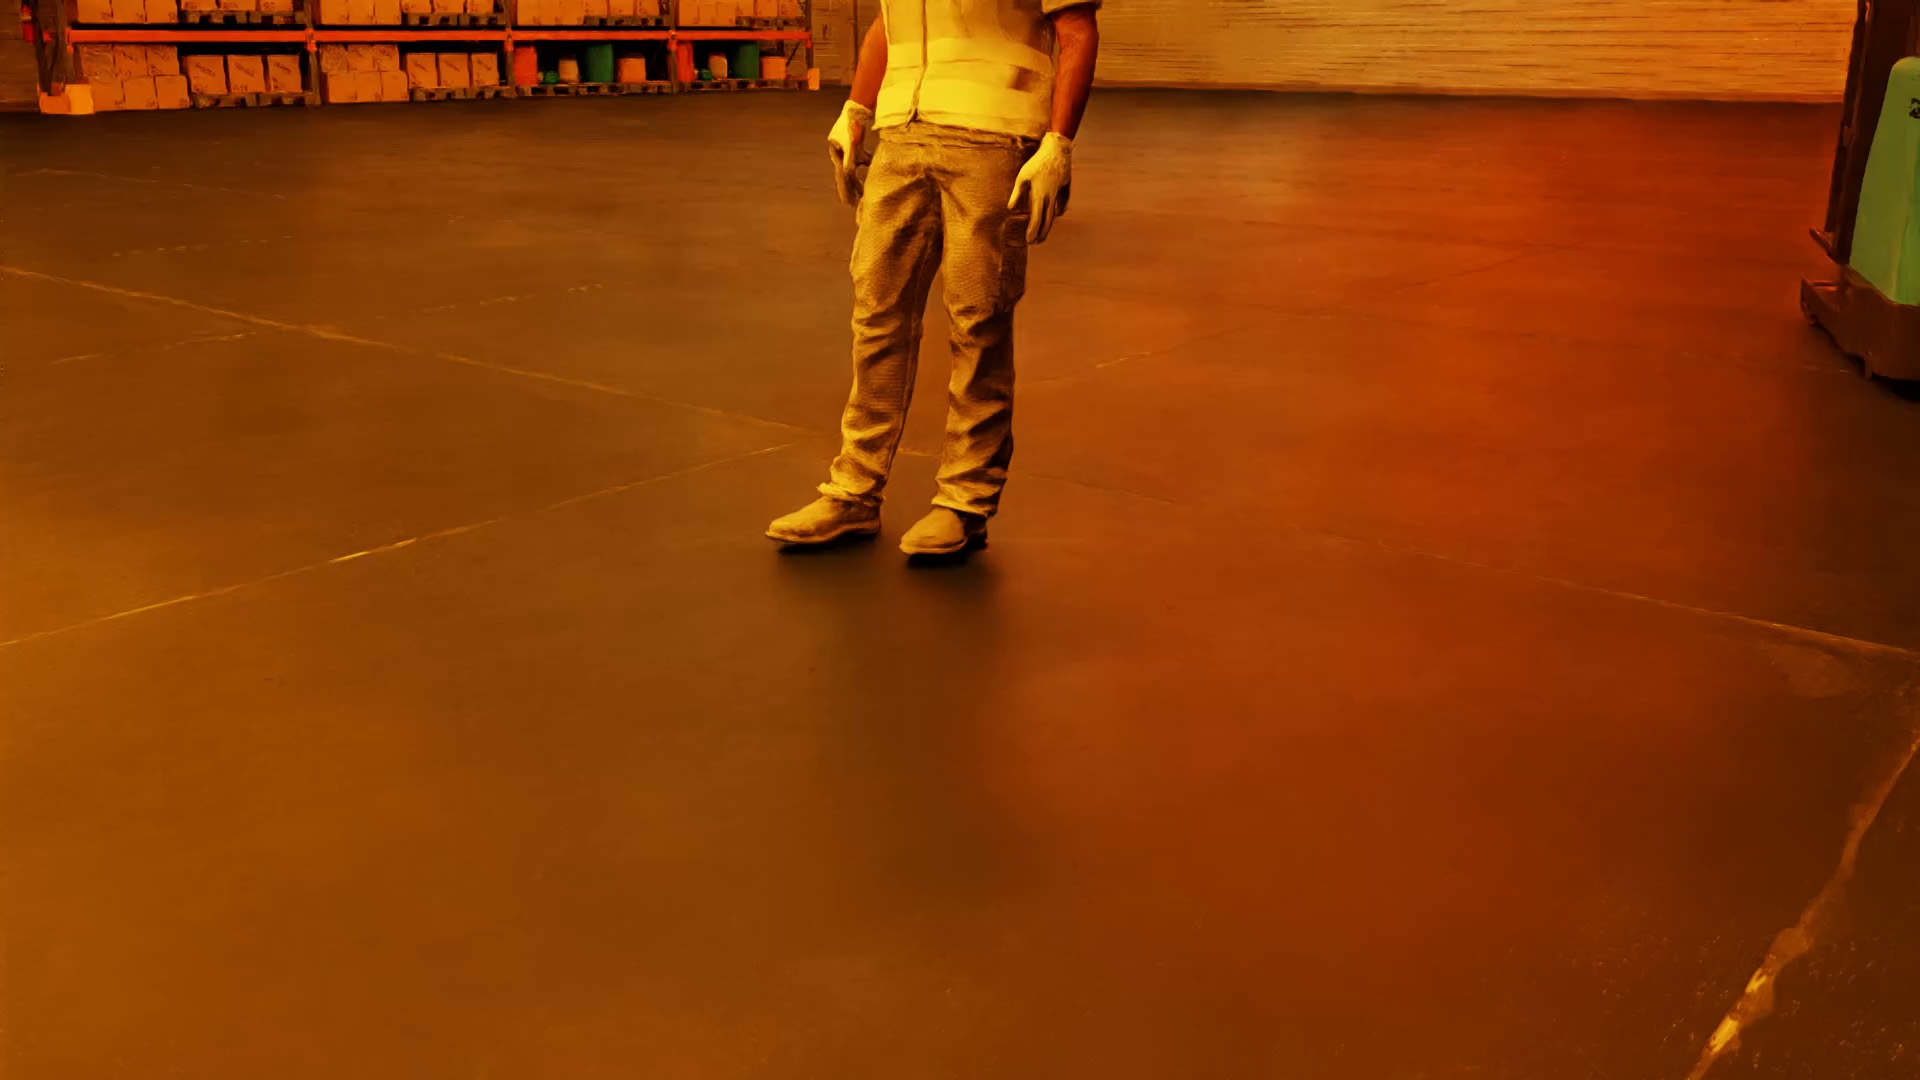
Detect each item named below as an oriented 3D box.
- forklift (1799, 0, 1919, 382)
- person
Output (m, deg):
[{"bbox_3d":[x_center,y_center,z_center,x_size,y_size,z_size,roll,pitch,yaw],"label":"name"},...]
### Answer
[{"bbox_3d":[4.001,-2.220,6.210,1.130,2.935,3.031,6,18,19],"label":"forklift"},{"bbox_3d":[-0.052,-0.845,3.632,0.655,1.782,0.576,13,21,37],"label":"person"}]
